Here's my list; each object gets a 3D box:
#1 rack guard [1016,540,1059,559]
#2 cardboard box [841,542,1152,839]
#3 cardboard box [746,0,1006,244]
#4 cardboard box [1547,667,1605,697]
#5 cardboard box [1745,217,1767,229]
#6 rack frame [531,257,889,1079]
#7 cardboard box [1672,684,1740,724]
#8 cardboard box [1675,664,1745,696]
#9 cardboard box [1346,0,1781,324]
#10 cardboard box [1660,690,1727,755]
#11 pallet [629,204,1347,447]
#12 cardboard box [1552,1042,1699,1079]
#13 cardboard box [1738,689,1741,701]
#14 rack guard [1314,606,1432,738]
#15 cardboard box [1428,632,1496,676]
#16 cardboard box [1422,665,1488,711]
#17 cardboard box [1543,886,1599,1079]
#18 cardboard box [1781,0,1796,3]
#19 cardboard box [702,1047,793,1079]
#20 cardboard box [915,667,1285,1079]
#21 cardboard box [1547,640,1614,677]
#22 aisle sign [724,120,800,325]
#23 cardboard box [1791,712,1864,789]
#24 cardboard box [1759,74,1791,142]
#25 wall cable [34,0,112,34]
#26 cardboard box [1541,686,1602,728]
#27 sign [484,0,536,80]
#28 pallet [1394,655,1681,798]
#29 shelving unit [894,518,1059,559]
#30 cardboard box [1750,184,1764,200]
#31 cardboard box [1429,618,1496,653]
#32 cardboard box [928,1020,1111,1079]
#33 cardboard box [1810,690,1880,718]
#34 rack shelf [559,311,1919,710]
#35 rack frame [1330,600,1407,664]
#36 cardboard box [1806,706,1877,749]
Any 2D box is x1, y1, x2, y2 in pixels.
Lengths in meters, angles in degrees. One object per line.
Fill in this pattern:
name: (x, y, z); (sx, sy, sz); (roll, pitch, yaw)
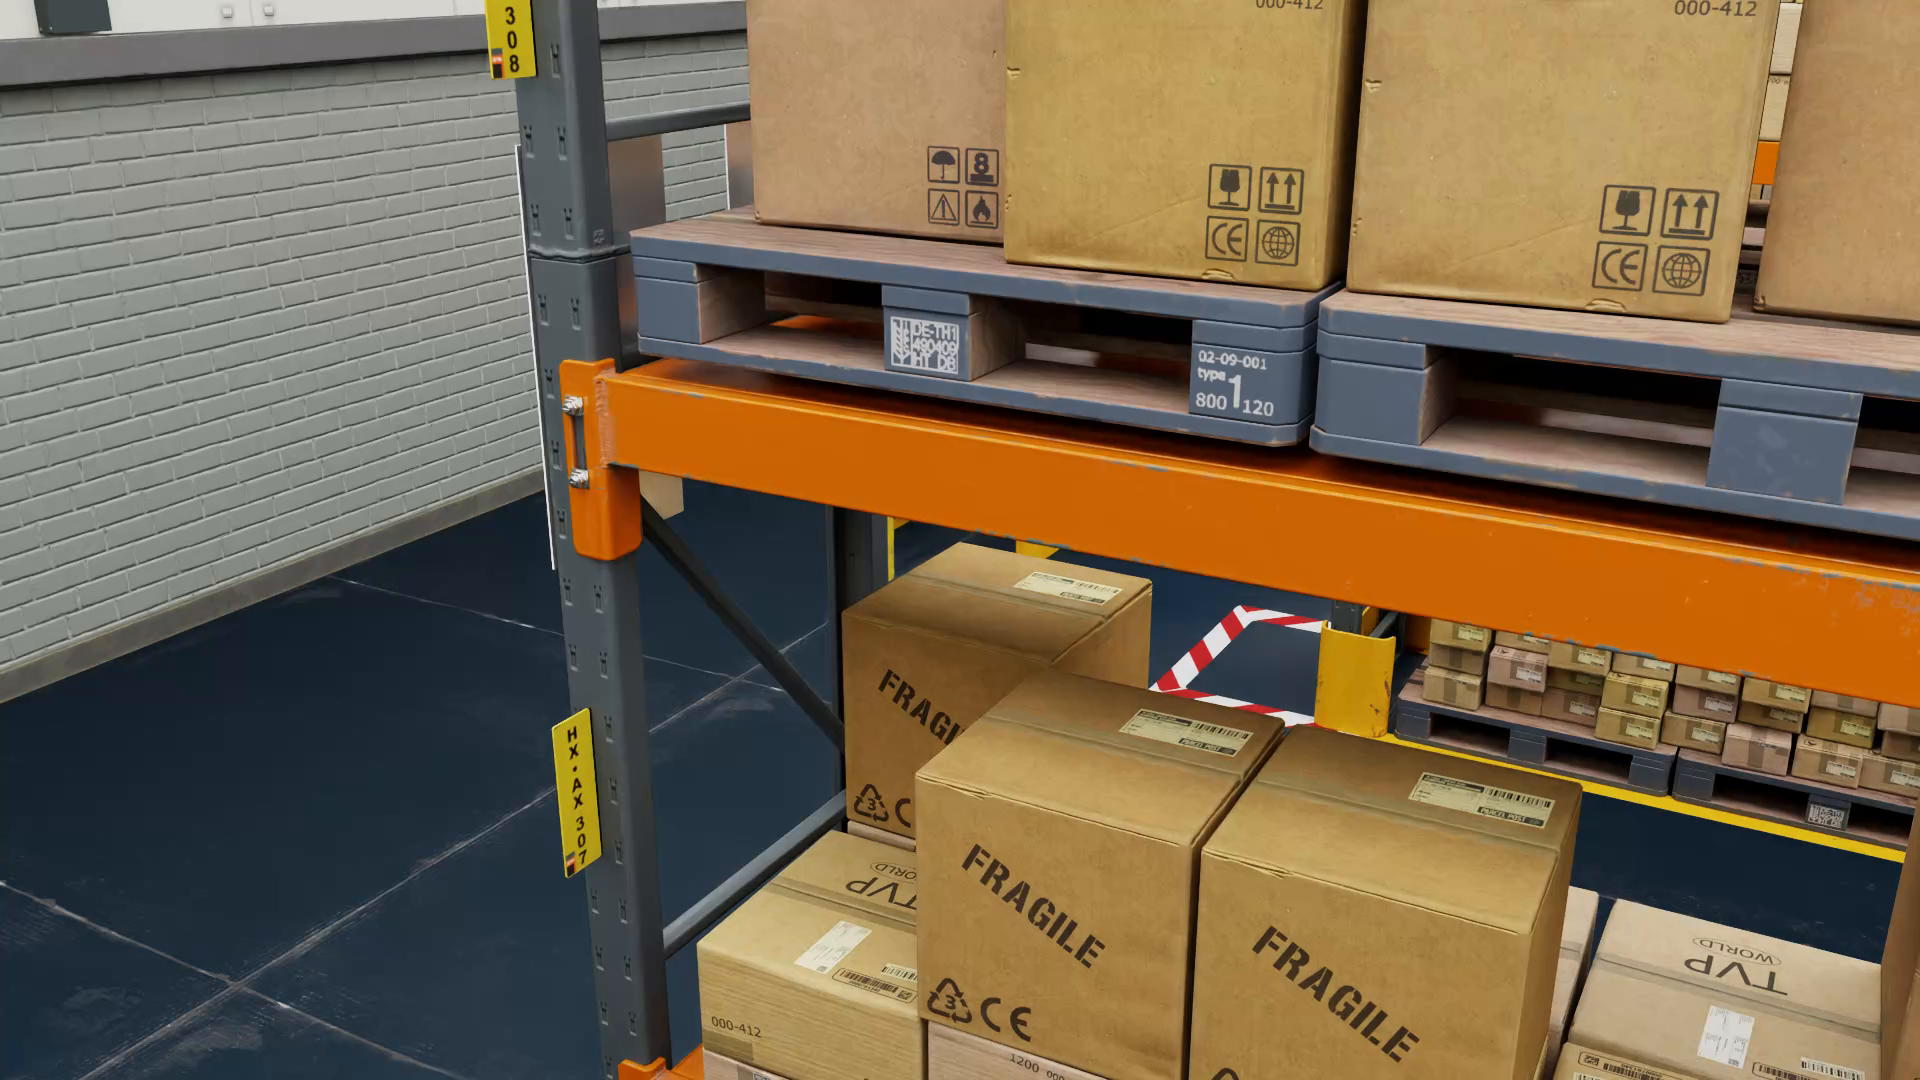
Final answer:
rack guard: (0.501, -0.022, 10.059); (0.087, 0.250, 0.587); (11, 23, 27)
cardboard box: (0.087, 0.353, 3.678); (0.500, 0.500, 0.500); (11, 23, 28)
cardboard box: (0.014, -0.859, 3.027); (0.500, 0.500, 0.700); (9, 22, 24)
cardboard box: (2.841, 0.555, 7.564); (0.250, 0.149, 0.380); (11, 23, 28)
cardboard box: (3.190, -1.016, 6.718); (0.500, 0.500, 0.500); (10, 22, 26)
rack frame: (-0.466, 0.772, 3.839); (0.127, 3.000, 1.000); (11, 23, 27)
cardboard box: (3.290, 0.646, 7.314); (0.250, 0.149, 0.380); (10, 22, 25)
cardboard box: (3.284, 0.519, 7.228); (0.250, 0.149, 0.380); (12, 23, 29)
cardboard box: (0.921, -0.658, 2.473); (0.500, 0.500, 0.700); (9, 22, 24)
cardboard box: (3.270, 0.785, 7.368); (0.250, 0.149, 0.380); (11, 23, 27)
pallet: (0.186, -0.476, 3.011); (1.213, 0.211, 1.003); (11, 23, 27)
cardboard box: (1.173, 1.117, 2.671); (0.500, 0.250, 0.500); (10, 22, 26)
cardboard box: (3.540, 0.623, 7.813); (0.250, 0.149, 0.380); (10, 22, 25)
rack guard: (2.107, 0.500, 8.254); (0.348, 0.500, 1.175); (11, 23, 27)
cardboard box: (2.373, 0.478, 7.776); (0.250, 0.149, 0.380); (12, 23, 30)
cardboard box: (2.342, 0.637, 7.775); (0.250, 0.149, 0.380); (11, 23, 28)
cardboard box: (0.973, 0.873, 3.343); (0.500, 0.250, 0.500); (10, 22, 25)
cardboard box: (3.116, -2.162, 6.429); (0.250, 0.149, 0.380); (12, 23, 29)
cardboard box: (-0.317, 1.047, 3.448); (0.250, 0.149, 0.380); (11, 23, 28)
cardboard box: (0.258, 0.593, 3.015); (0.500, 0.500, 0.500); (10, 22, 26)
cardboard box: (2.789, 0.453, 7.409); (0.250, 0.149, 0.380); (11, 23, 27)
aisle sign: (-0.383, -0.552, 3.675); (0.004, 0.787, 0.394); (11, 23, 27)
cardboard box: (3.699, 0.890, 7.076); (0.250, 0.149, 0.380); (11, 23, 27)
cardboard box: (3.222, -1.706, 6.491); (0.500, 0.250, 0.500); (10, 22, 26)
wall cable: (-3.722, -5.527, 7.688); (0.120, 5.999, 2.277); (11, 23, 27)
cardboard box: (2.831, 0.696, 7.614); (0.250, 0.149, 0.380); (11, 23, 28)
sign: (-0.742, -0.922, 2.712); (0.005, 0.325, 0.100); (11, 23, 27)
pallet: (2.799, 0.781, 7.902); (1.213, 0.211, 1.003); (11, 23, 27)
shelving unit: (0.067, -0.692, 10.074); (1.083, 1.500, 0.587); (11, 23, 27)
cardboard box: (5.101, -2.447, 11.099); (0.500, 0.500, 0.500); (10, 22, 26)
cardboard box: (2.333, 0.363, 7.657); (0.250, 0.149, 0.380); (10, 22, 25)
cardboard box: (0.278, 0.947, 3.139); (0.500, 0.250, 0.500); (10, 22, 27)
cardboard box: (3.757, 0.590, 7.033); (0.250, 0.149, 0.380); (11, 23, 27)
rack shelf: (1.280, 0.032, 2.533); (4.000, 0.370, 1.077); (11, 23, 27)
rack frame: (2.041, -0.688, 7.863); (0.127, 3.000, 1.000); (11, 23, 27)
cardboard box: (3.779, 0.727, 7.092); (0.250, 0.149, 0.380); (12, 23, 30)
